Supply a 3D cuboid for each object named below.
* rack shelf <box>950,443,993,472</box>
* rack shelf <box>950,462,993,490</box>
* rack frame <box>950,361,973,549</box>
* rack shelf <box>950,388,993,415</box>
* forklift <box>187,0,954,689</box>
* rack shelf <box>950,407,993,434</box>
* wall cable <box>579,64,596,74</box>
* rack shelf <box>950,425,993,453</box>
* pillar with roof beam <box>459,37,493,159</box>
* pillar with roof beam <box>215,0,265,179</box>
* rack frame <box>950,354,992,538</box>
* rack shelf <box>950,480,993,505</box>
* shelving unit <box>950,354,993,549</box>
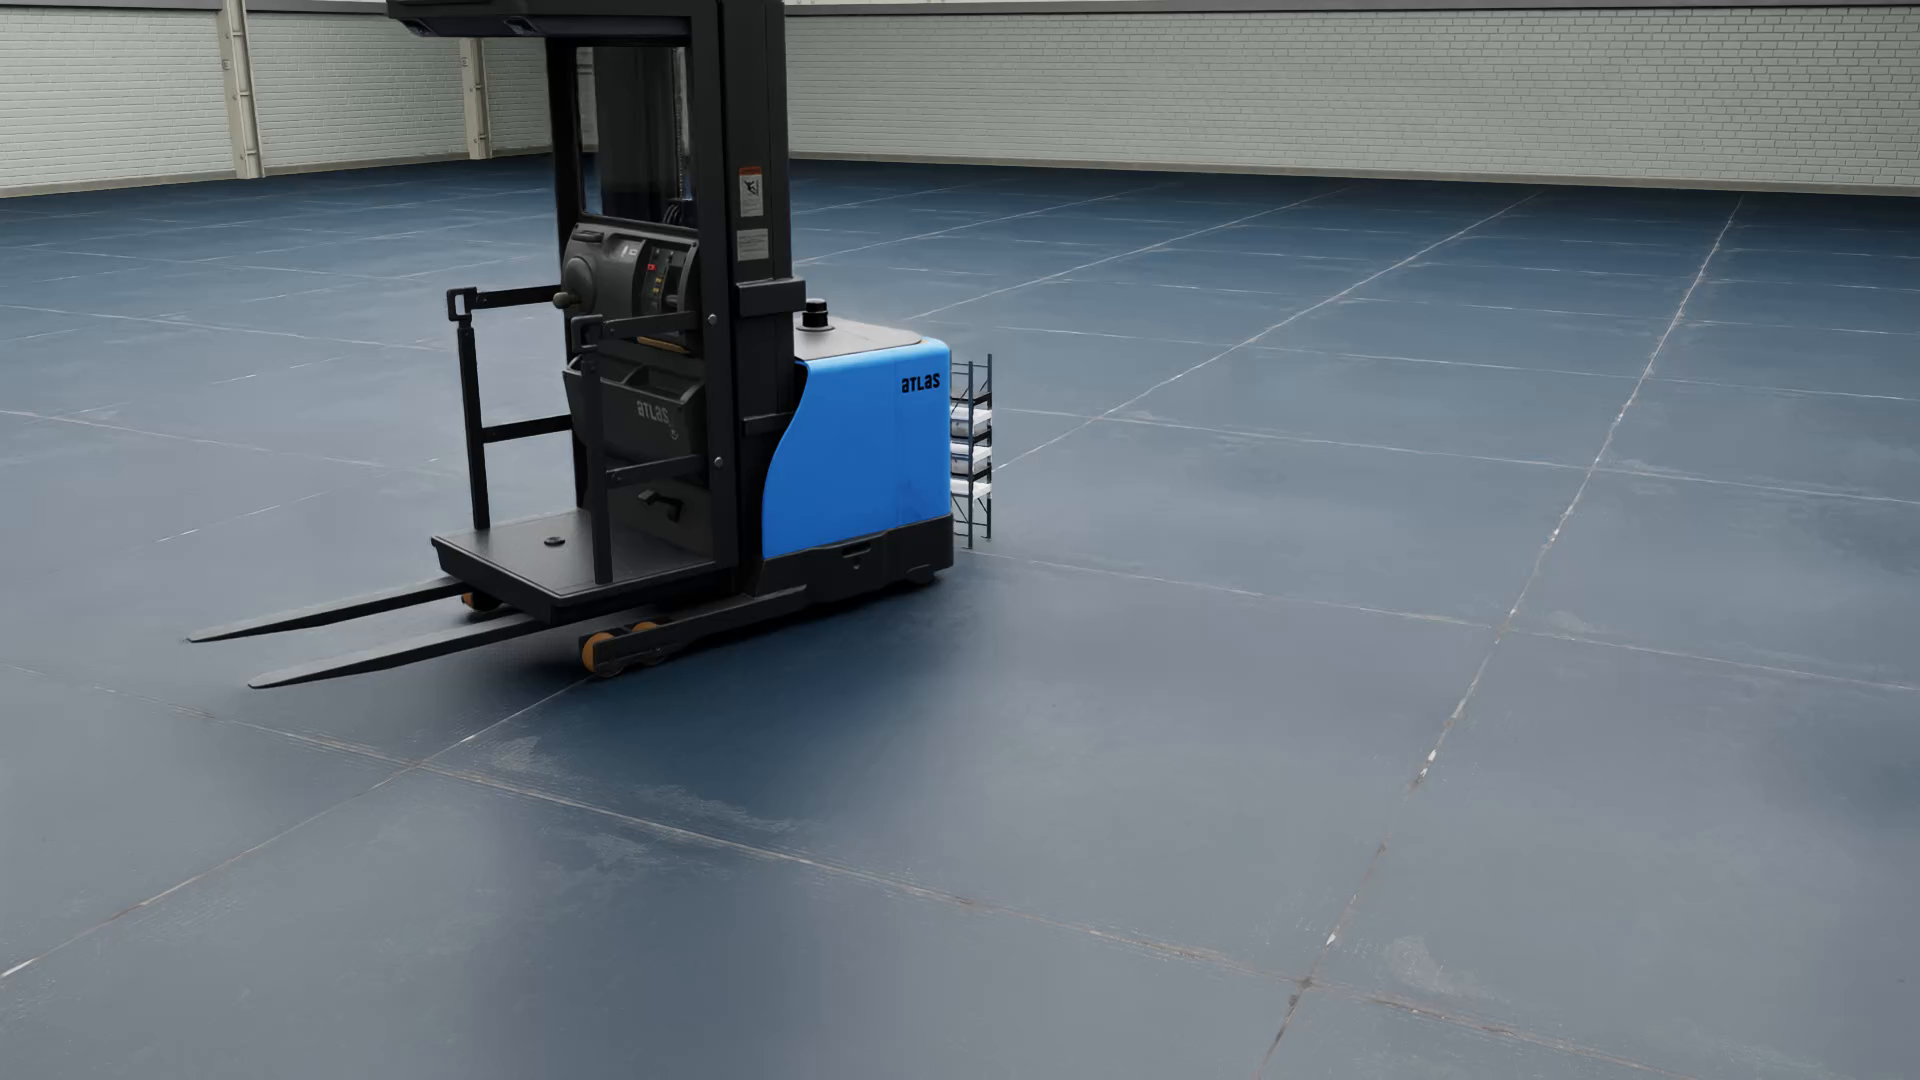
[{"bbox_3d":[-0.004,-0.397,7.899,0.258,0.077,0.200,8,18,25],"label":"rack shelf"},{"bbox_3d":[-0.004,-0.311,7.924,0.258,0.077,0.200,8,18,25],"label":"rack shelf"},{"bbox_3d":[-0.049,-0.403,7.802,0.240,0.900,0.006,8,18,25],"label":"rack frame"},{"bbox_3d":[-0.004,-0.656,7.822,0.258,0.077,0.200,8,18,25],"label":"rack shelf"},{"bbox_3d":[-1.463,-1.054,6.424,3.031,2.935,1.130,-14,22,-40],"label":"forklift"},{"bbox_3d":[-0.004,-0.570,7.848,0.258,0.077,0.200,8,18,25],"label":"rack shelf"},{"bbox_3d":[-7.650,-11.485,36.341,3.097,2.526,0.112,8,18,25],"label":"wall cable"},{"bbox_3d":[-0.004,-0.484,7.873,0.258,0.077,0.200,8,18,25],"label":"rack shelf"},{"bbox_3d":[-6.298,-11.844,32.095,9.100,9.000,0.400,8,18,25],"label":"pillar with roof beam"},{"bbox_3d":[-8.979,-10.315,26.950,9.100,9.000,0.400,8,18,25],"label":"pillar with roof beam"},{"bbox_3d":[0.042,-0.455,7.976,0.240,0.900,0.006,8,18,25],"label":"rack frame"},{"bbox_3d":[-0.004,-0.225,7.950,0.258,0.077,0.200,8,18,25],"label":"rack shelf"},{"bbox_3d":[-0.004,-0.429,7.889,0.258,0.900,0.210,8,18,25],"label":"shelving unit"}]
